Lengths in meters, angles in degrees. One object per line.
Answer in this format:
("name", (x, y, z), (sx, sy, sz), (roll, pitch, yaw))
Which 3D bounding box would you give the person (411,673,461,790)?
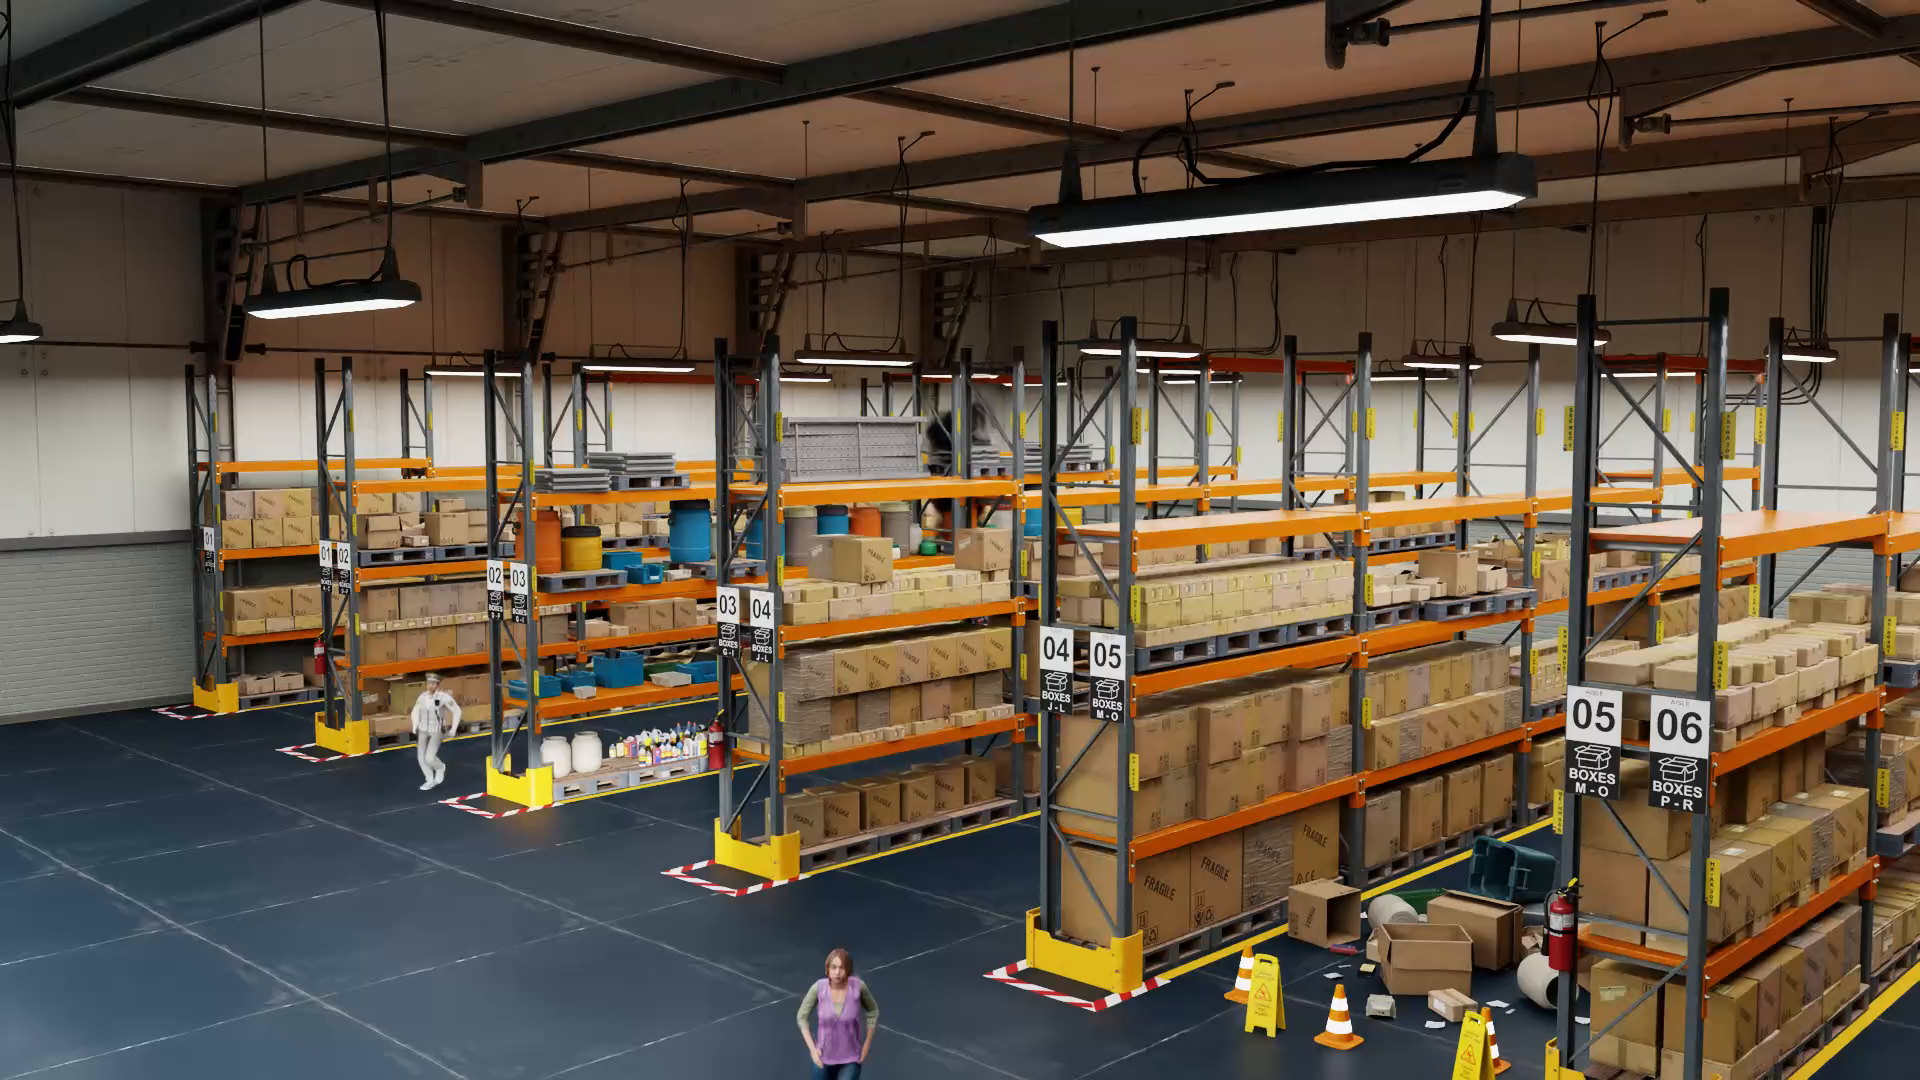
("person", (-7.184, 2.612, 22.664), (0.658, 1.628, 0.511), (1, 4, 11))

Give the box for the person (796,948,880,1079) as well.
("person", (-0.831, 3.528, 11.340), (0.566, 1.581, 0.733), (0, 4, -2))
